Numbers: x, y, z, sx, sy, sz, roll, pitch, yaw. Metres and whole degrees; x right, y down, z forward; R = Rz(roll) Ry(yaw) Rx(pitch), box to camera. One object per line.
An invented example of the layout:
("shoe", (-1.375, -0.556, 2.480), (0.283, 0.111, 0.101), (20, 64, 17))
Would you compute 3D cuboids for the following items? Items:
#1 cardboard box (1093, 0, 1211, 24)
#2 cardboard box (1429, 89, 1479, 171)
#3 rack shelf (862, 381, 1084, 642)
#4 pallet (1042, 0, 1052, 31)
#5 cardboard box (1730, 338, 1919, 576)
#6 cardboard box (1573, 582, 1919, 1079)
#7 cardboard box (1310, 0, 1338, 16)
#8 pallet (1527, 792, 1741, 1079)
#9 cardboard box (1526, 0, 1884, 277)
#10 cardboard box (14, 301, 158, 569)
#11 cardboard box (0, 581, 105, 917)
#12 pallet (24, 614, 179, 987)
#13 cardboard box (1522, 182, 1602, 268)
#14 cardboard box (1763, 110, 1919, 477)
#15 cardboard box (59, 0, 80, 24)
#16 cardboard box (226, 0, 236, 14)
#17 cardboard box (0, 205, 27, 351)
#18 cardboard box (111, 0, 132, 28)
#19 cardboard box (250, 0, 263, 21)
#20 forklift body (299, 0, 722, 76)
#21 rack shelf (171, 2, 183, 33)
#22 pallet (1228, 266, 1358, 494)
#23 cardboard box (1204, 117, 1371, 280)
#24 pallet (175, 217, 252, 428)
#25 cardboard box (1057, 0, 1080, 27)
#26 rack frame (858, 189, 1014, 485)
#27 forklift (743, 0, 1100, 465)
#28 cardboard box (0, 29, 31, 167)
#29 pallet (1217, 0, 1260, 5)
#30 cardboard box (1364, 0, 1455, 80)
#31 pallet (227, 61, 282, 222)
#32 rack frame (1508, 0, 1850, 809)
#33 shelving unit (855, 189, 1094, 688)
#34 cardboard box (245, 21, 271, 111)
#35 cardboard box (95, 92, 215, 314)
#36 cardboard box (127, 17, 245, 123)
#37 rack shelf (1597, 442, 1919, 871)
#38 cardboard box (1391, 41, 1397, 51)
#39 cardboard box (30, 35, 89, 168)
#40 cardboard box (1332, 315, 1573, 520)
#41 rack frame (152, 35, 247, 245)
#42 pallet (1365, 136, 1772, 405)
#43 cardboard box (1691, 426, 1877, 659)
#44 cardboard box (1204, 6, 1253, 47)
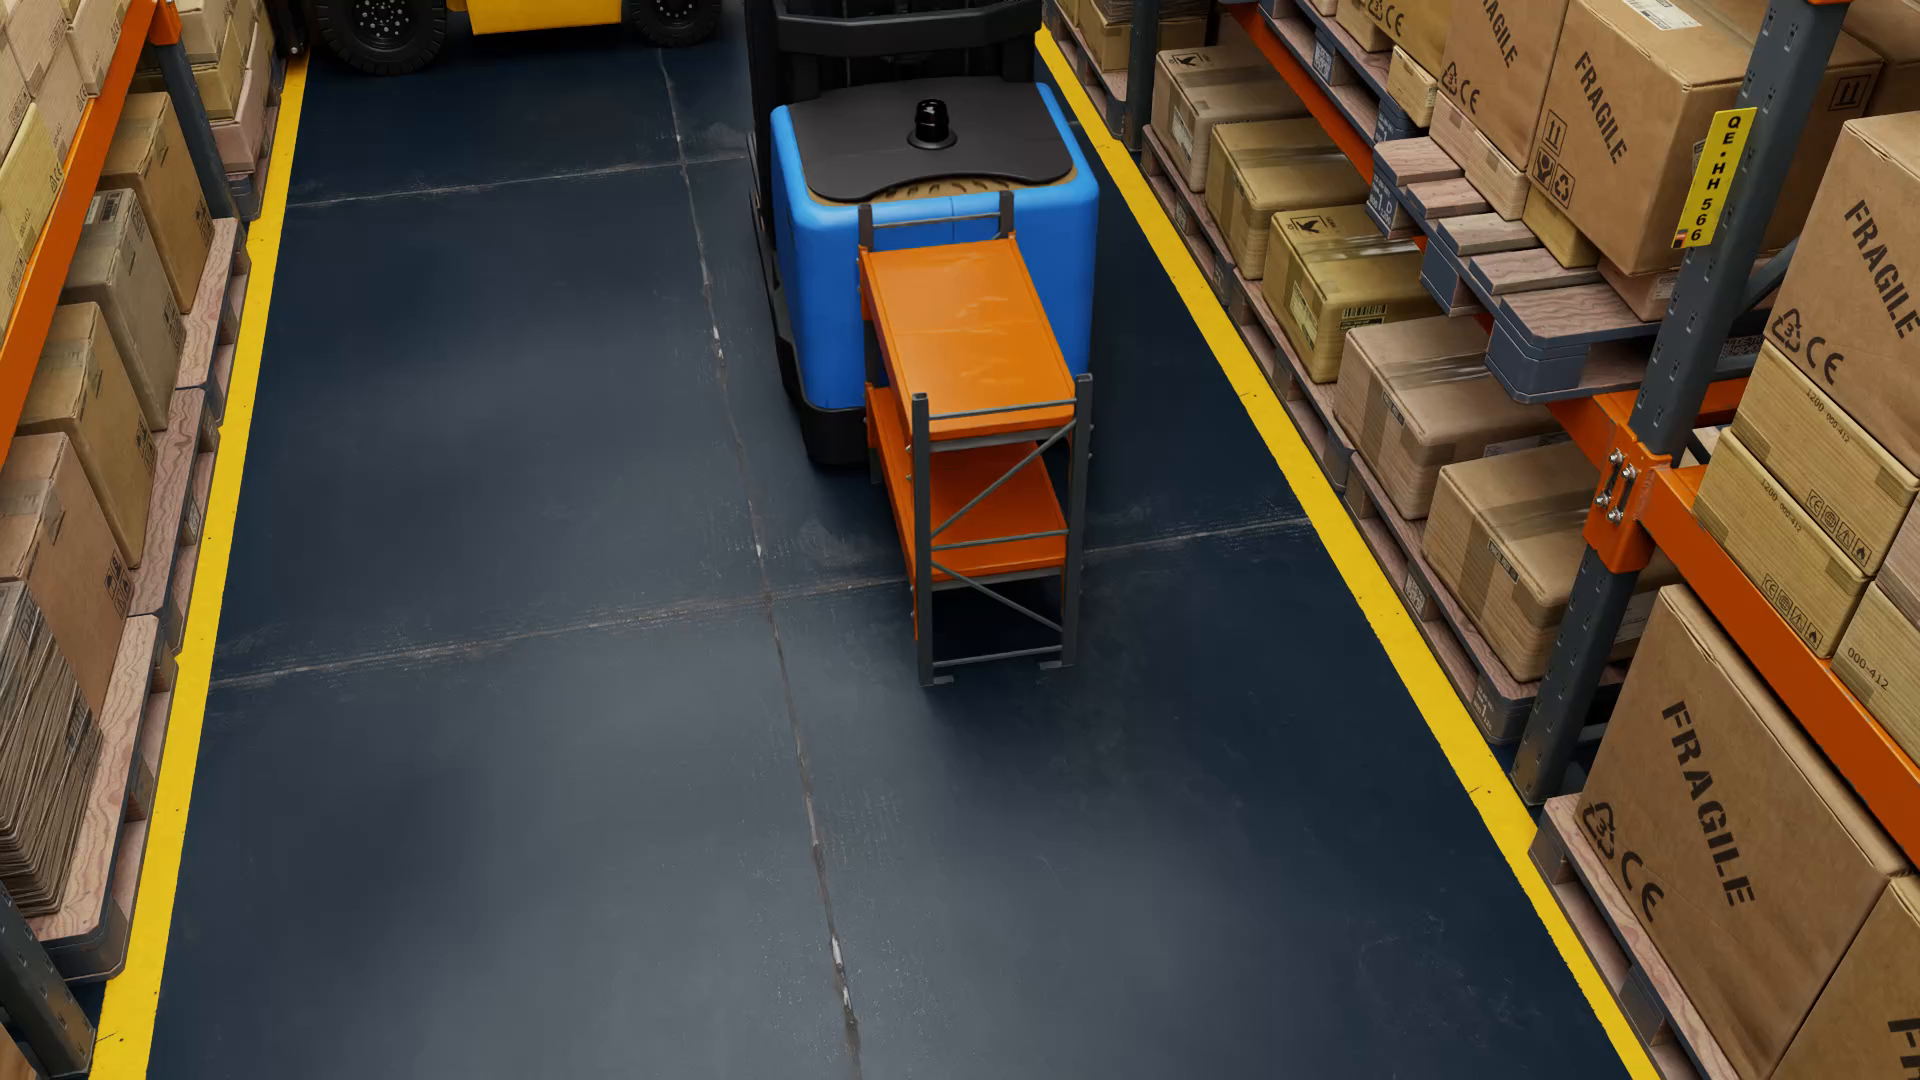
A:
("cardboard box", (0.881, -2.794, 7.828), (0.500, 0.500, 0.500), (-9, 42, -10))
("cardboard box", (1.561, -1.174, 4.685), (0.380, 0.149, 0.250), (-10, 43, -11))
("rack shelf", (0.021, -0.146, 5.435), (0.538, 0.278, 1.000), (-7, 42, -8))
("pallet", (0.825, -3.220, 9.218), (1.003, 0.211, 1.213), (-8, 42, -9))
("cardboard box", (2.002, -0.214, 3.468), (0.500, 0.250, 0.500), (-9, 42, -10))
("cardboard box", (2.202, 0.650, 4.042), (0.875, 0.875, 0.875), (-9, 42, -10))
("cardboard box", (1.336, -1.851, 5.448), (0.380, 0.149, 0.250), (-7, 42, -8))
("pallet", (2.231, 1.118, 4.332), (1.003, 0.211, 1.213), (-8, 42, -9))
("cardboard box", (1.765, -1.008, 4.010), (0.500, 0.500, 0.500), (-9, 42, -11))
("cardboard box", (-3.127, -0.267, 5.264), (0.875, 0.625, 0.625), (-10, 43, -11))
("cardboard box", (-2.833, 0.591, 4.297), (0.875, 0.625, 0.625), (-7, 42, -8))
("pallet", (-2.851, 0.770, 4.723), (1.003, 0.211, 1.213), (-8, 42, -9))
("cardboard box", (1.705, -0.852, 4.324), (0.380, 0.149, 0.250), (-8, 42, -9))
("cardboard box", (2.002, -0.504, 3.229), (0.500, 0.500, 0.500), (-10, 43, -11))
("cardboard box", (-3.101, -1.843, 5.303), (0.500, 0.250, 0.500), (-9, 42, -10))
("cardboard box", (-3.473, -2.520, 7.331), (0.500, 0.250, 0.500), (-8, 42, -9))
("cardboard box", (-2.790, -0.660, 4.346), (0.500, 0.250, 0.500), (-10, 42, -11))
("cardboard box", (-3.211, -1.981, 5.835), (0.500, 0.250, 0.500), (-7, 42, -8))
("cardboard box", (-3.586, -2.653, 7.858), (0.500, 0.250, 0.500), (-9, 42, -10))
("forklift body", (-2.248, -3.634, 8.223), (2.313, 2.155, 1.214), (-8, 42, -9))
("rack shelf", (-4.007, -3.354, 7.810), (1.077, 0.370, 4.000), (-8, 42, -9))
("pallet", (1.707, -0.700, 6.380), (1.003, 0.211, 1.213), (-8, 42, -9))
("cardboard box", (1.545, -1.409, 6.741), (0.950, 0.372, 0.625), (-6, 42, -7))
("pallet", (-3.378, -0.811, 6.505), (1.003, 0.211, 1.213), (-8, 42, -9))
("cardboard box", (0.756, -2.857, 8.464), (0.500, 0.250, 0.500), (-9, 42, -10))
("rack frame", (-0.075, -0.660, 5.646), (0.500, 1.125, 0.032), (-7, 42, -8))
("forklift", (-0.304, -2.351, 6.190), (1.130, 2.935, 3.031), (-7, 42, -8))
("cardboard box", (-2.906, -1.181, 4.557), (0.500, 0.250, 0.500), (-8, 42, -9))
("pallet", (1.294, -2.452, 6.397), (1.003, 0.211, 1.213), (-8, 42, -9))
("cardboard box", (1.532, -1.668, 4.754), (0.500, 0.500, 0.500), (-11, 43, -12))
("pallet", (-3.706, -1.805, 7.624), (1.003, 0.211, 1.213), (-8, 42, -9))
("rack frame", (2.134, -0.447, 3.994), (1.000, 3.000, 0.127), (-8, 42, -9))
("shelving unit", (0.021, -0.329, 5.273), (0.538, 1.125, 1.048), (-7, 42, -8))
("cardboard box", (-3.481, -2.143, 7.659), (0.500, 0.250, 0.500), (-9, 42, -10))
("cardboard box", (-3.451, -1.259, 6.381), (0.875, 0.625, 0.625), (-7, 42, -7))
("cardboard box", (-3.378, -2.000, 7.122), (0.500, 0.250, 0.500), (-9, 42, -9))
("rack shelf", (2.566, 1.118, 2.772), (1.077, 0.370, 4.000), (-8, 42, -9))
("cardboard box", (1.556, -1.531, 5.088), (0.380, 0.149, 0.250), (-8, 42, -9))
("cardboard box", (-3.020, -1.330, 5.101), (0.500, 0.250, 0.500), (-8, 42, -9))
("cardboard box", (1.855, -0.466, 5.679), (0.950, 0.372, 0.625), (-9, 42, -10))
("rack frame", (-3.575, -2.326, 6.111), (1.000, 3.000, 0.127), (-8, 42, -9))
("pallet", (1.876, -0.822, 4.561), (1.213, 0.211, 1.003), (-8, 42, -9))
("cardboard box", (1.994, -0.038, 3.646), (0.500, 0.250, 0.500), (-9, 42, -10))
("cardboard box", (1.407, -2.590, 8.163), (0.500, 0.250, 0.500), (-10, 43, -11))
